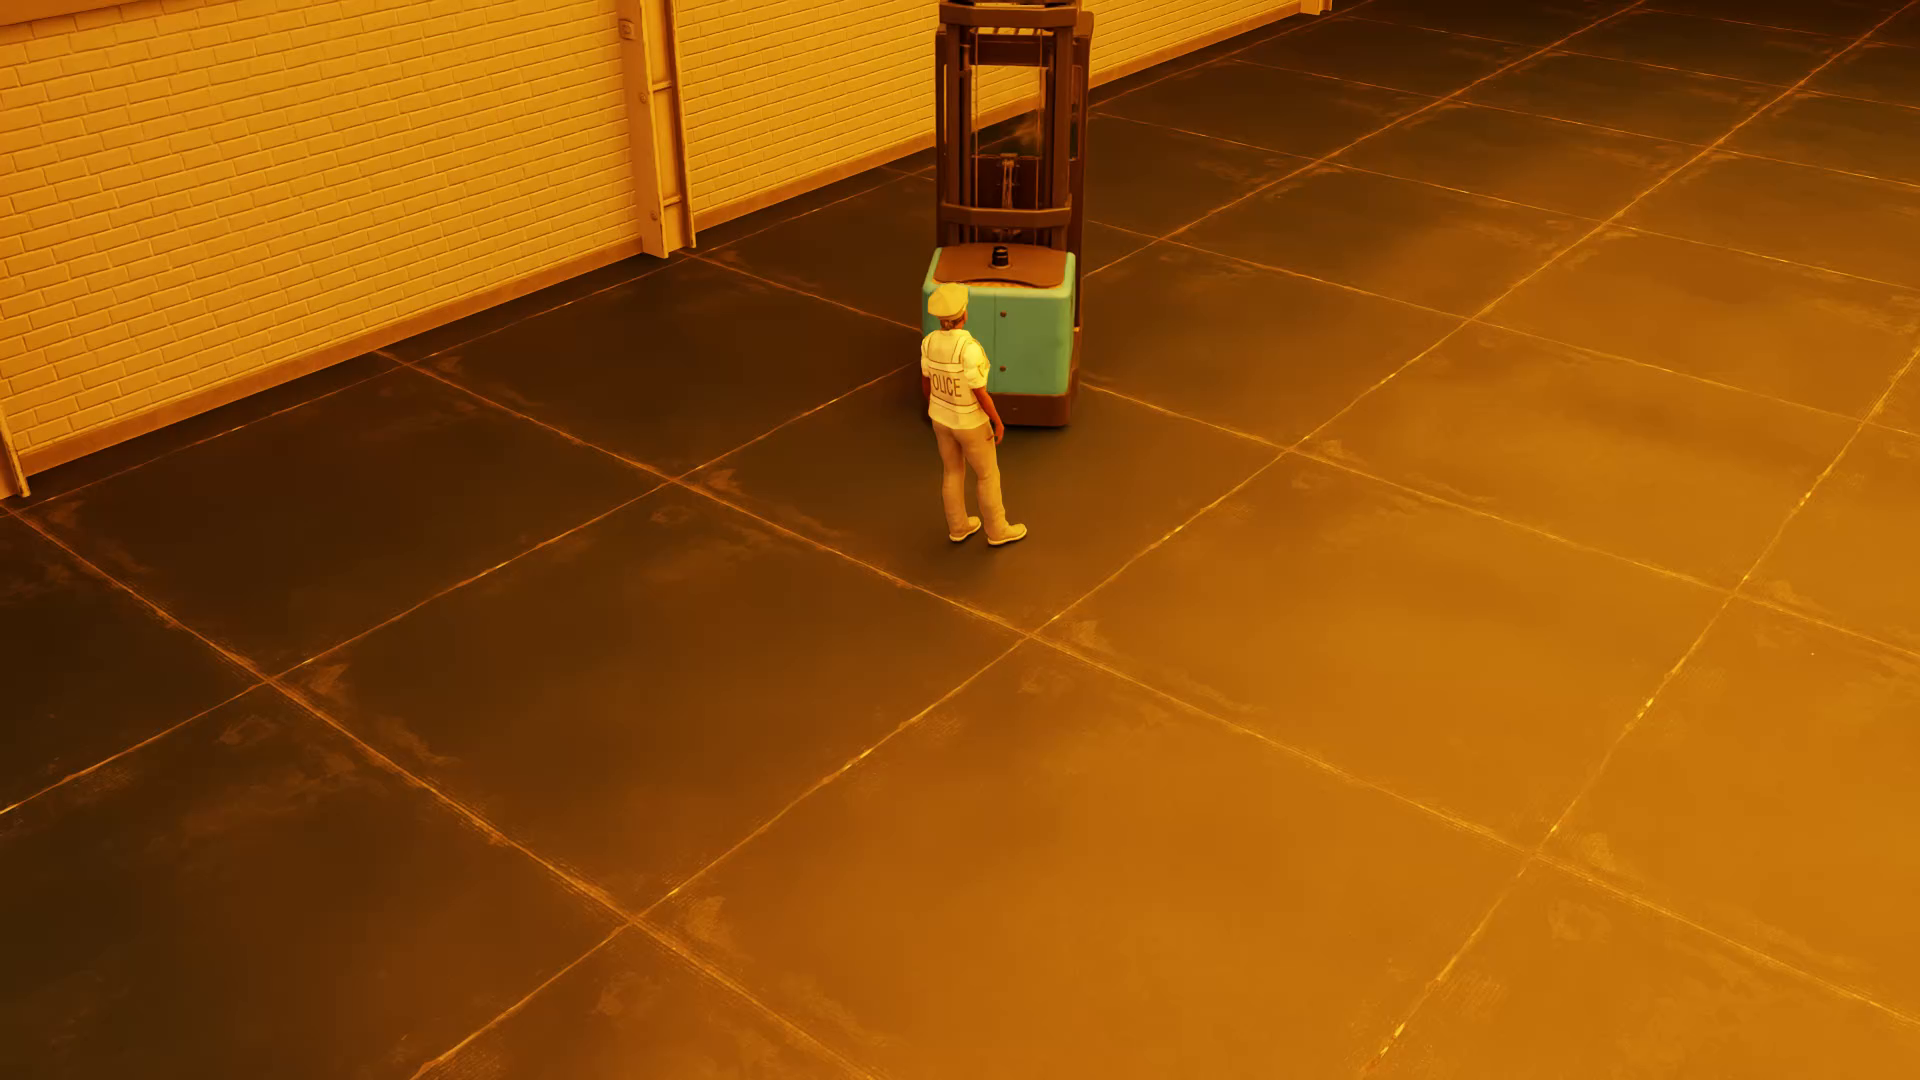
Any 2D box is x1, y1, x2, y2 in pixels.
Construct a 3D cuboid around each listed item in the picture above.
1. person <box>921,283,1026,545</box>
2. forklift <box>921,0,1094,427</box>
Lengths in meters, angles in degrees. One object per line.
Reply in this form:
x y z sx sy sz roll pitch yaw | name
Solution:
0.062 -0.761 10.108 0.569 1.694 0.530 22 37 33 | person
0.395 -2.784 12.359 1.130 2.935 3.031 3 30 5 | forklift
